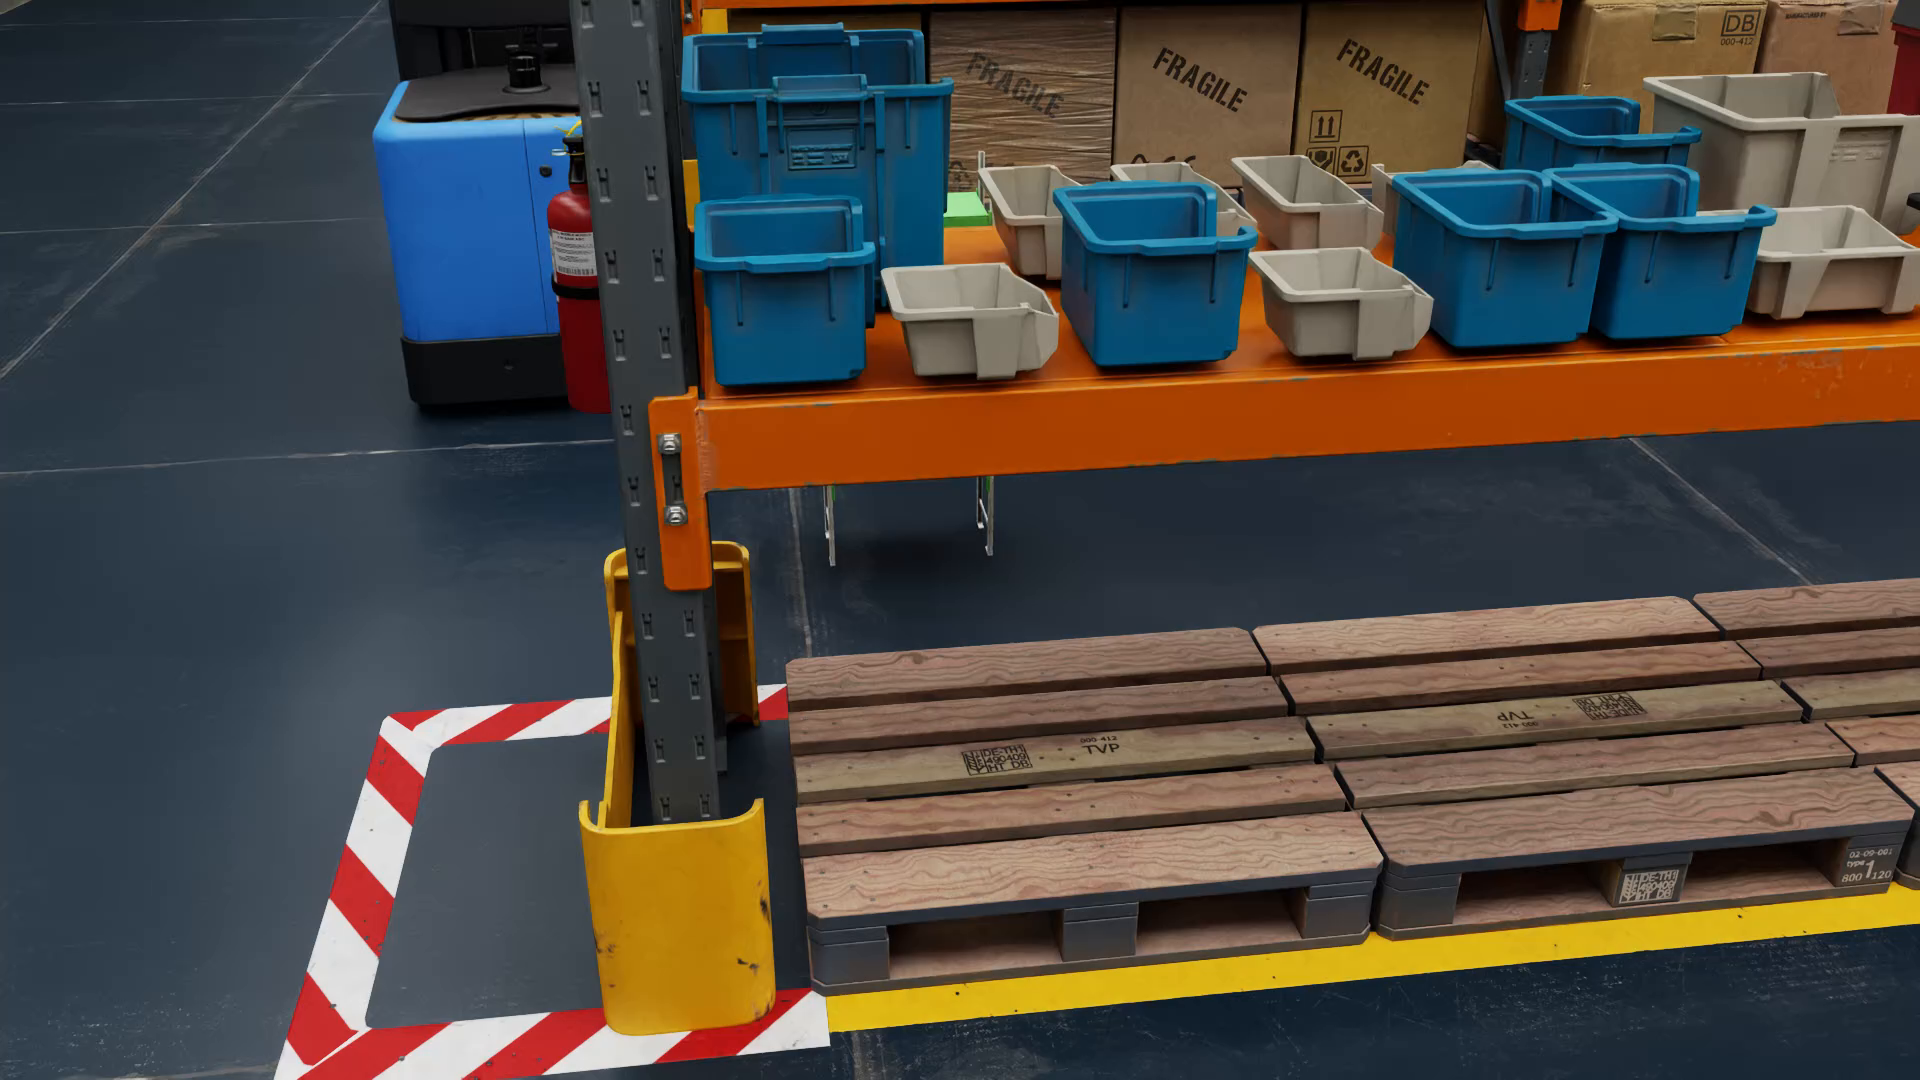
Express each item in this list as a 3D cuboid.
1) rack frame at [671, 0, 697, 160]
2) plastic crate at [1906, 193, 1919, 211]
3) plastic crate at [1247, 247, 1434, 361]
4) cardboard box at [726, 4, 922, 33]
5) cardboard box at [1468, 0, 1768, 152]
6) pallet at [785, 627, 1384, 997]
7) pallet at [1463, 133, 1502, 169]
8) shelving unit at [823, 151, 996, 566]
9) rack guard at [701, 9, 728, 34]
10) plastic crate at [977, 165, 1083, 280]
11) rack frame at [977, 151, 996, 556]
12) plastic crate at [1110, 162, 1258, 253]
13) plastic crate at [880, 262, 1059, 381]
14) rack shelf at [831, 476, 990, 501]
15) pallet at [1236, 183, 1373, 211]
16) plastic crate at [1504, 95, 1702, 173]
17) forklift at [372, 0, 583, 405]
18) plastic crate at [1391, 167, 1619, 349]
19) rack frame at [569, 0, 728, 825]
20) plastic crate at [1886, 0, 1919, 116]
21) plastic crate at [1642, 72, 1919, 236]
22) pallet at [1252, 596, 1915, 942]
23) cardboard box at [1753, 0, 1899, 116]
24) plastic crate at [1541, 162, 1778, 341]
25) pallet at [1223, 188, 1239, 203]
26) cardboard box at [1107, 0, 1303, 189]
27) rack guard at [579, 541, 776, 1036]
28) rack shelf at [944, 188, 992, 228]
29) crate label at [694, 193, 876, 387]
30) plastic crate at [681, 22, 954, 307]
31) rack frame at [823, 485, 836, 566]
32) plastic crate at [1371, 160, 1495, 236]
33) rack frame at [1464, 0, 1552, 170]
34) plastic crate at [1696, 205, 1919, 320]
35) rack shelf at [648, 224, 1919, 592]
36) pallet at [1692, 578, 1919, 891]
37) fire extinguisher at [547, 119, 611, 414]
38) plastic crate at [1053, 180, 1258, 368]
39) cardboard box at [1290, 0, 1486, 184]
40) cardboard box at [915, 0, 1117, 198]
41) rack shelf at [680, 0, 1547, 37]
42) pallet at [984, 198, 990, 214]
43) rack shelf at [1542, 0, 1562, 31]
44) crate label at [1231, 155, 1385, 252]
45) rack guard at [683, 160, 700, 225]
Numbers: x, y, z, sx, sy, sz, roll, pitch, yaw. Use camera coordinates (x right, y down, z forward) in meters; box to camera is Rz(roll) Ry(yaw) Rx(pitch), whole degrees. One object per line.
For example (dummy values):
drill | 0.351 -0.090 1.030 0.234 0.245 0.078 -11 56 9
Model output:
rack frame | -1.290 -2.862 7.542 0.127 3.000 1.000 -4 27 -7
plastic crate | 2.291 -0.589 3.348 0.590 0.125 0.437 -4 27 -7
plastic crate | 0.692 -0.425 3.017 0.298 0.136 0.250 -4 27 -7
cardboard box | -0.667 -2.181 8.081 0.875 0.875 0.875 -4 27 -7
cardboard box | 3.302 -2.408 8.524 0.875 0.875 1.225 -4 27 -7
pallet | 0.223 0.583 3.883 1.213 0.211 1.003 -4 27 -7
pallet | 3.425 -1.959 8.837 1.213 0.211 1.003 -4 27 -7
shelving unit | -0.164 -0.523 4.956 0.503 1.200 0.258 -4 27 -7
rack guard | -1.805 -4.003 12.505 0.348 0.500 1.175 -4 27 -7
plastic crate | 0.183 -0.666 3.486 0.243 0.136 0.396 -4 27 -7
rack frame | 0.078 -0.539 4.986 0.015 1.200 0.240 -4 27 -7
plastic crate | 0.472 -0.678 3.509 0.243 0.136 0.396 -4 27 -7
plastic crate | 0.020 -0.382 2.932 0.298 0.136 0.250 -4 27 -7
rack shelf | -0.164 -0.253 5.094 0.480 0.148 0.258 -4 27 -7
pallet | 1.908 -1.863 8.649 1.213 0.211 1.003 -4 27 -7
plastic crate | 1.398 -0.822 3.684 0.300 0.233 0.416 -4 27 -7
forklift | -1.770 -2.446 6.807 1.130 2.935 3.031 -5 28 -9
plastic crate | 0.995 -0.526 3.107 0.300 0.233 0.416 -4 27 -7
rack frame | -0.600 -0.623 3.179 0.127 3.000 1.000 -4 27 -7
plastic crate | 2.442 -0.989 3.756 0.583 0.464 0.402 -4 27 -7
plastic crate | 1.824 -0.838 3.661 0.530 0.282 0.437 -4 27 -7
pallet | 1.428 0.507 4.032 1.213 0.211 1.003 -4 27 -7
cardboard box | 4.187 -2.465 8.636 0.875 0.875 1.225 -5 28 -9
plastic crate | 1.292 -0.545 3.144 0.300 0.233 0.416 -4 27 -7
pallet | 0.697 -1.784 8.495 1.213 0.211 1.003 -4 27 -7
cardboard box | 1.115 -2.295 8.304 0.875 0.875 0.875 -4 27 -7
rack guard | -0.621 0.496 3.735 0.348 0.500 1.175 -4 27 -7
rack shelf | -0.164 -0.894 4.766 0.480 0.148 0.258 -4 27 -7
crate label | -0.309 -0.442 2.944 0.303 0.233 0.416 -4 27 -7
plastic crate | -0.294 -0.771 3.363 0.499 0.435 0.616 -4 27 -7
rack frame | -0.406 -0.508 4.925 0.015 1.200 0.240 -4 27 -7
plastic crate | 1.035 -0.734 3.618 0.250 0.136 0.298 -4 27 -7
rack frame | 2.671 -3.117 8.038 0.127 3.000 1.000 -4 27 -7
plastic crate | 1.679 -0.540 3.240 0.466 0.136 0.293 -4 27 -7
rack shelf | 1.381 -0.430 3.591 4.000 0.370 1.077 -4 27 -7
pallet | 2.639 0.427 4.186 1.213 0.211 1.003 -4 27 -7
fire extinguisher | -0.812 -0.619 3.663 0.183 0.674 0.296 -4 27 -7
plastic crate | 0.343 -0.484 3.025 0.300 0.233 0.416 -4 27 -7
cardboard box | 2.007 -2.352 8.416 0.875 0.875 0.875 -4 27 -7
cardboard box | 0.234 -2.238 8.194 0.875 0.875 0.875 -4 27 -7
rack shelf | 0.691 -2.669 7.955 4.000 0.370 1.077 -4 27 -7
pallet | -0.509 -1.708 8.347 1.213 0.211 1.003 -4 27 -7
rack shelf | 4.652 -2.924 8.450 4.000 0.370 1.077 -4 27 -7
crate label | 0.744 -0.707 3.565 0.243 0.136 0.396 -4 27 -7
rack guard | -1.313 -1.748 8.110 0.348 0.500 1.175 -4 27 -7
